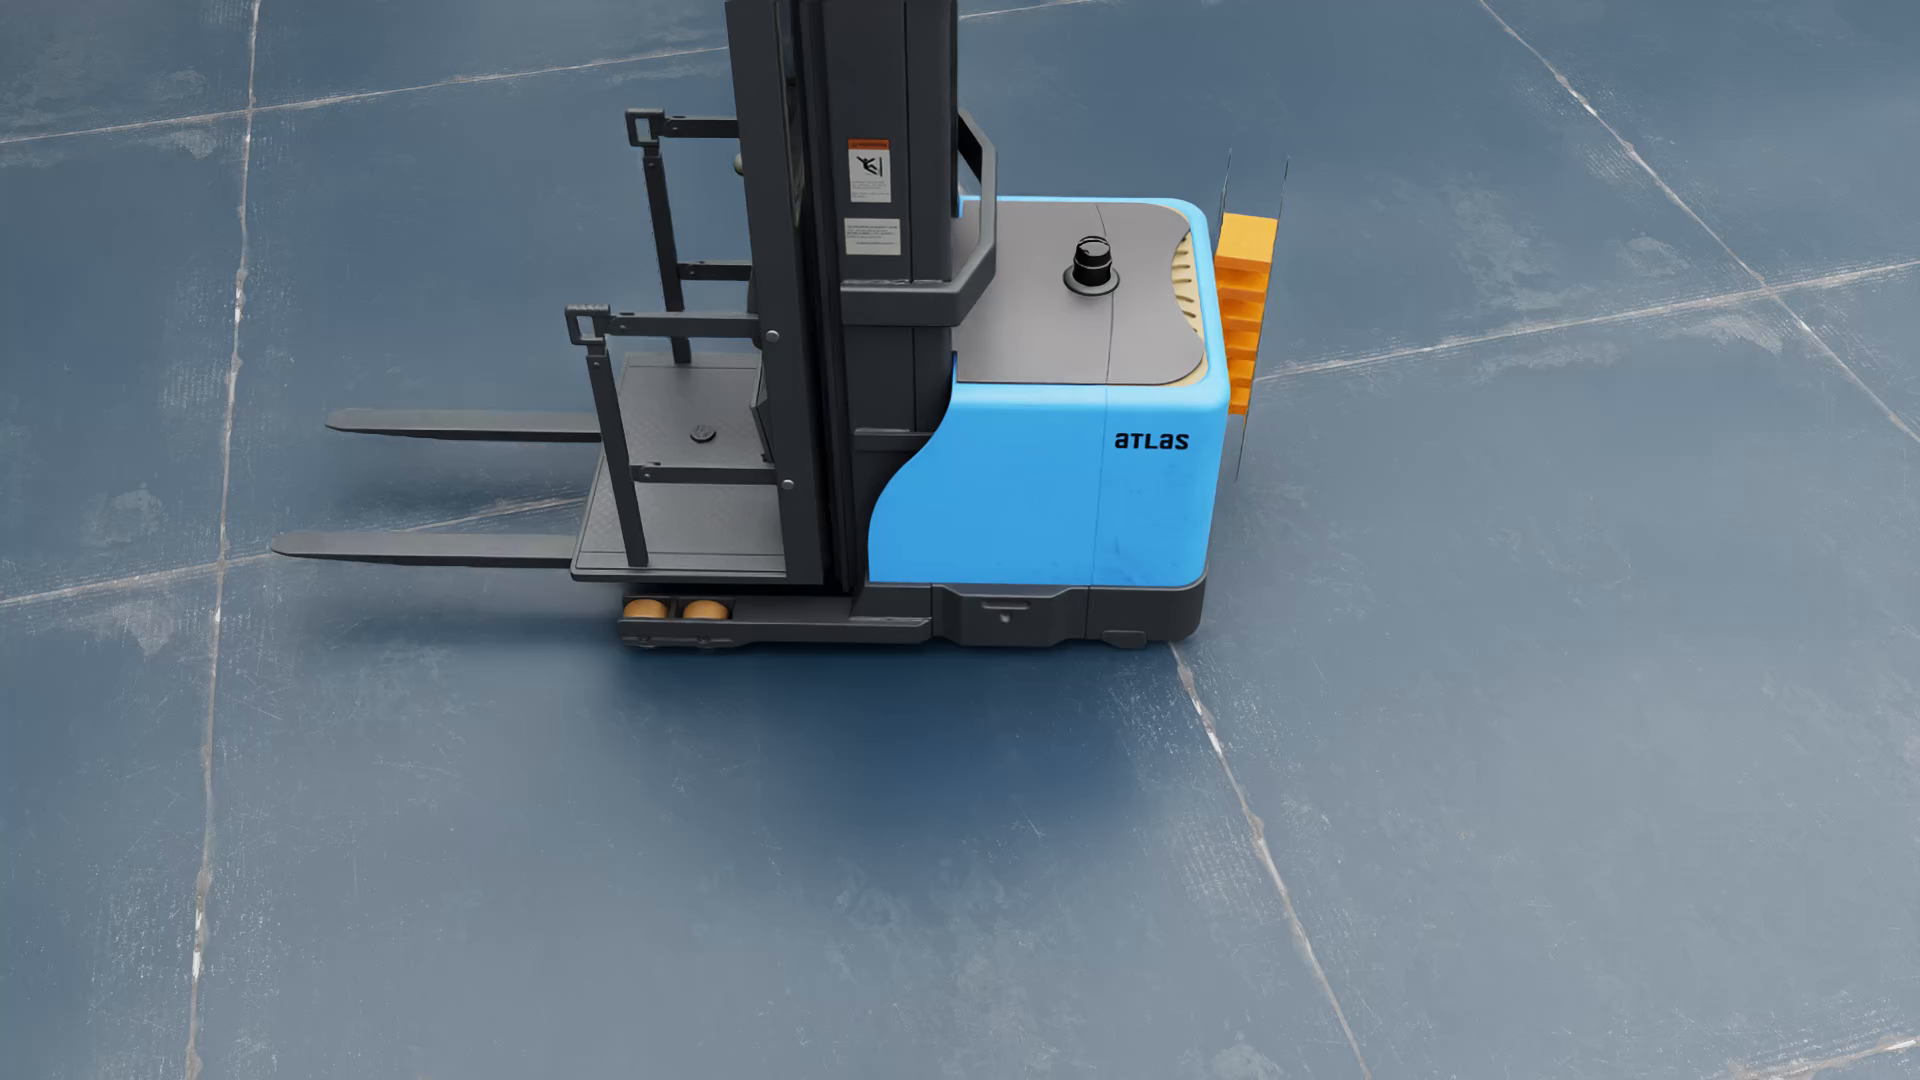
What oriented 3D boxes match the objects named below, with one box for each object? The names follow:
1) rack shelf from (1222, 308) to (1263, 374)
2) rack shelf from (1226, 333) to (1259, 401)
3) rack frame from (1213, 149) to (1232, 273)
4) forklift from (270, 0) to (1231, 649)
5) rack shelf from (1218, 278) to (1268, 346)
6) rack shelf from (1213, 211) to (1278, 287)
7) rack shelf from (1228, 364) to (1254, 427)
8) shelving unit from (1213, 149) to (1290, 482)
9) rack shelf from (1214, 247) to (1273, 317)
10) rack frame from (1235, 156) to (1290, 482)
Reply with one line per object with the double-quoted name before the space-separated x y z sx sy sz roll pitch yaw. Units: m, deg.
"rack shelf" 0.925 -0.694 5.652 0.180 0.103 0.258 9 46 9
"rack shelf" 0.925 -0.610 5.738 0.180 0.103 0.258 9 46 9
"rack frame" 0.836 -0.739 5.634 0.006 1.200 0.240 9 46 9
"forklift" -0.723 -1.051 4.728 3.031 2.935 1.130 1 46 1
"rack shelf" 0.925 -0.778 5.566 0.180 0.103 0.258 9 46 9
"rack shelf" 0.925 -0.946 5.395 0.180 0.103 0.258 9 46 9
"rack shelf" 0.925 -0.526 5.824 0.180 0.103 0.258 9 46 9
"shelving unit" 0.925 -0.725 5.620 0.189 1.200 0.258 9 46 9
"rack shelf" 0.925 -0.862 5.481 0.180 0.103 0.258 9 46 9
"rack frame" 1.014 -0.711 5.607 0.006 1.200 0.240 9 46 9
